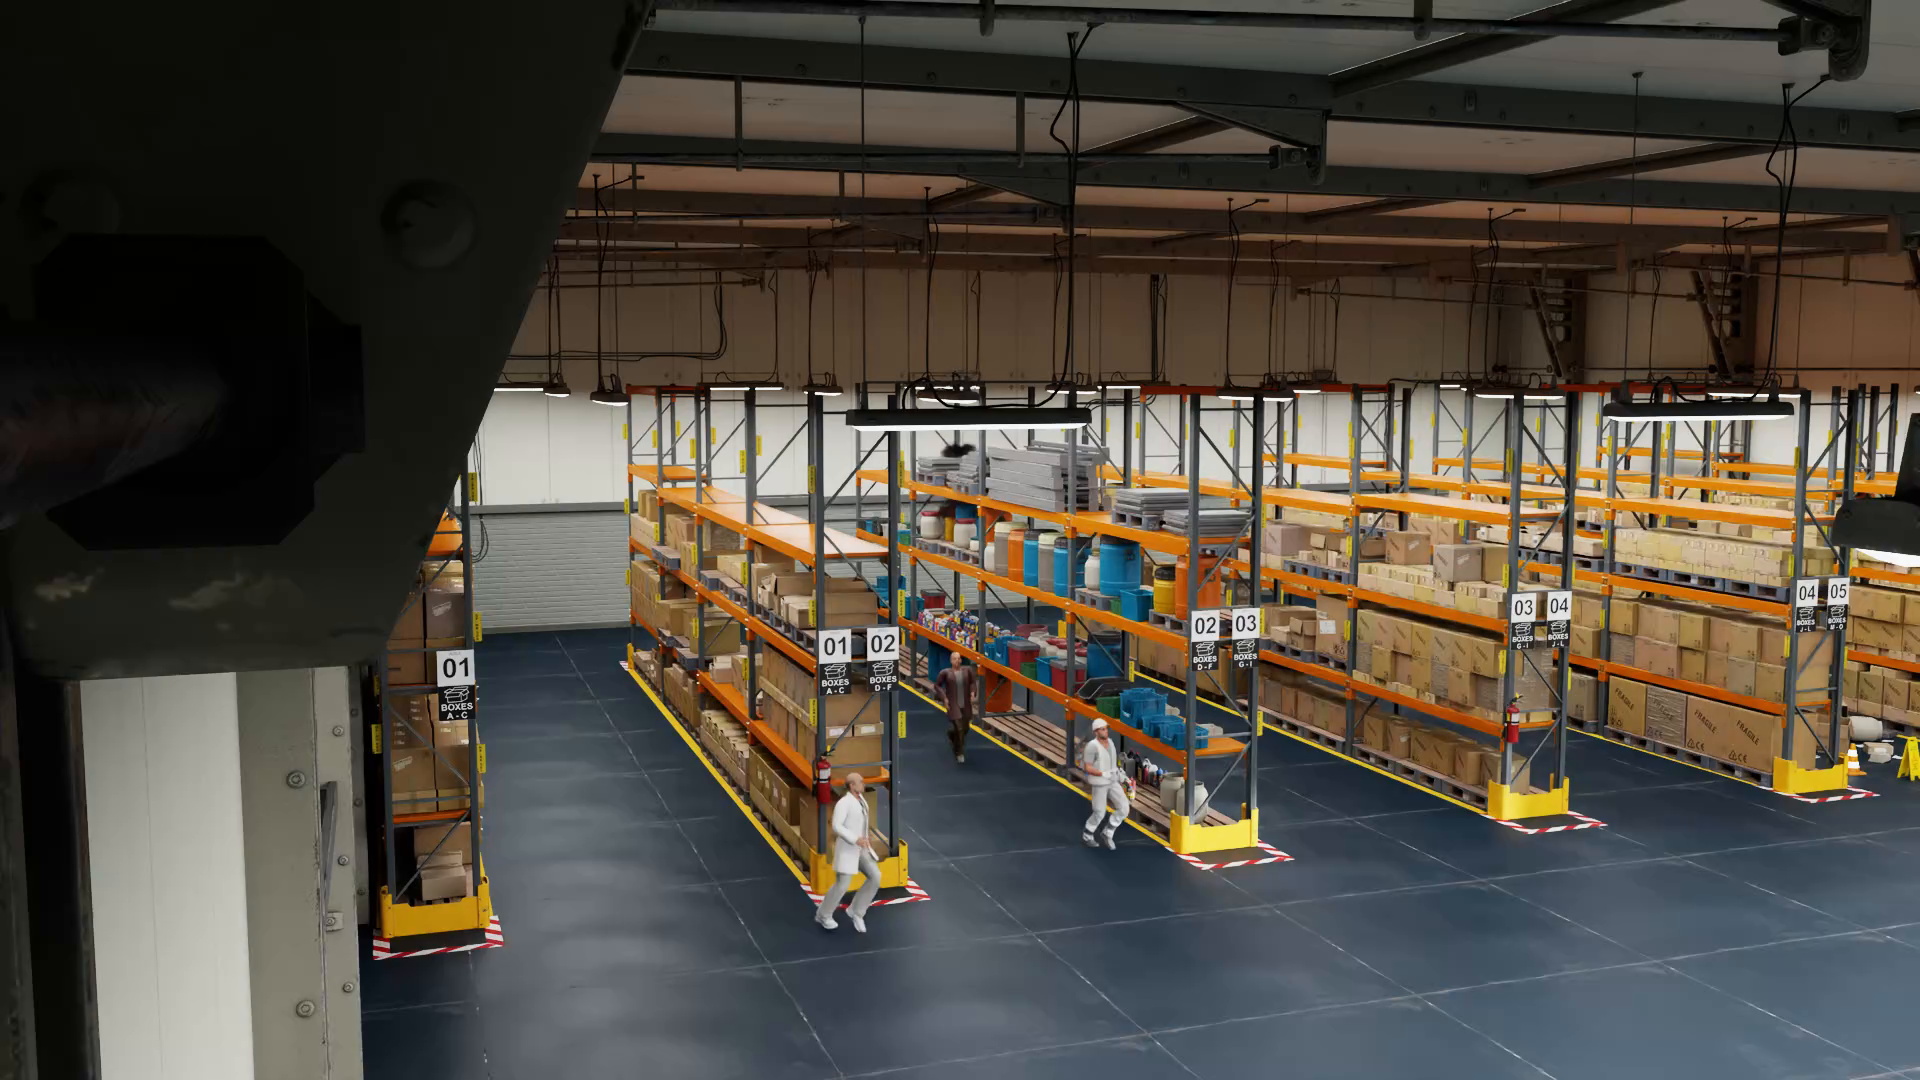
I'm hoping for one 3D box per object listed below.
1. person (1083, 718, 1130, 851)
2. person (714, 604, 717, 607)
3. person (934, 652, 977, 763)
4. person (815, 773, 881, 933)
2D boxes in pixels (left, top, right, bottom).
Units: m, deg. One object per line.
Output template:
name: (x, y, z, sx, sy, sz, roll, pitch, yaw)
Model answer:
person: (1.901, 3.203, 21.808, 0.667, 1.756, 0.677, -5, 8, -40)
person: (-5.463, 1.747, 36.309, 0.628, 1.795, 0.710, 0, 6, 0)
person: (-0.055, 2.685, 26.991, 0.708, 1.764, 0.786, -2, 6, -20)
person: (-1.225, 3.537, 18.880, 0.717, 1.777, 0.773, 3, 7, 28)
